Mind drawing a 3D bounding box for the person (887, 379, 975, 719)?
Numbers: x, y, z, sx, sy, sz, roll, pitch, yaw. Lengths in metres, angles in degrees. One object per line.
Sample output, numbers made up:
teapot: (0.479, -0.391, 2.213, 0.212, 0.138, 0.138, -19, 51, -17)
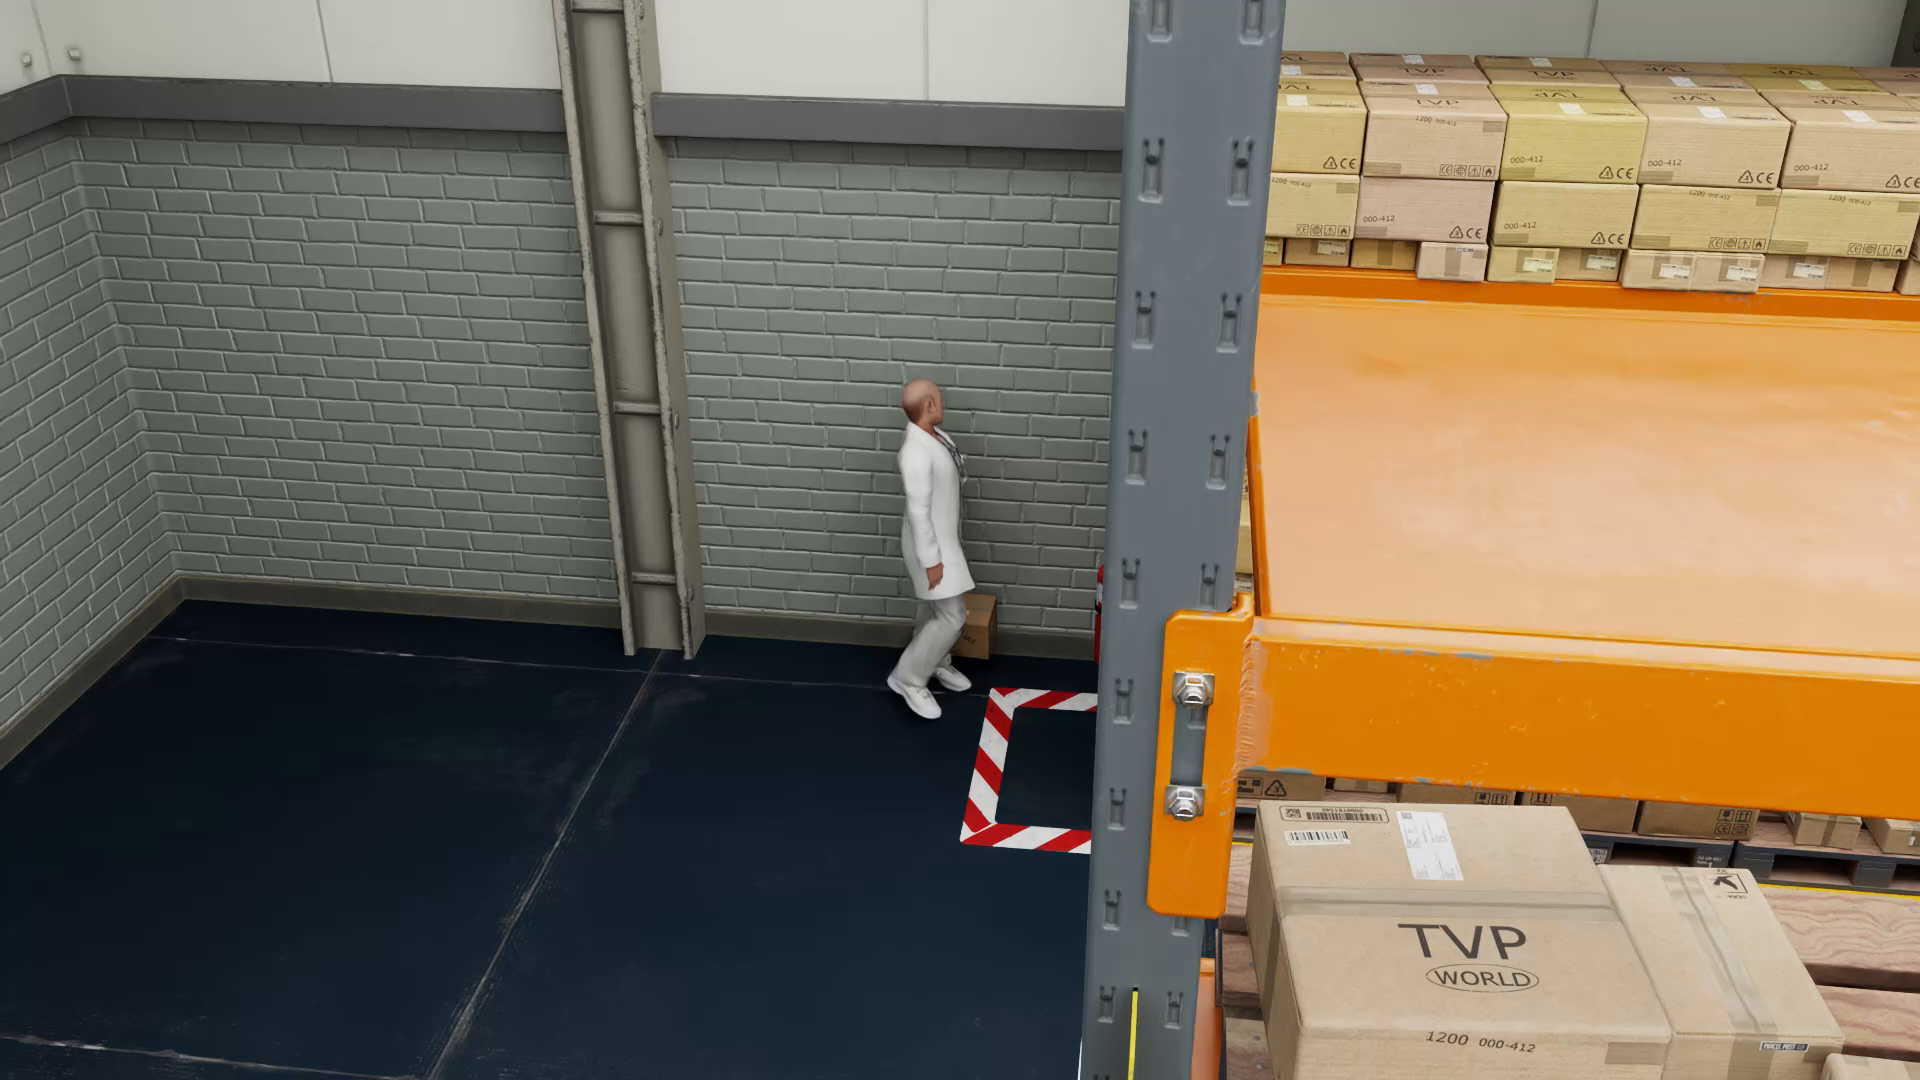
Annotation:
person: (-0.141, 0.029, 8.565, 0.469, 1.769, 0.675, 3, 28, 5)
